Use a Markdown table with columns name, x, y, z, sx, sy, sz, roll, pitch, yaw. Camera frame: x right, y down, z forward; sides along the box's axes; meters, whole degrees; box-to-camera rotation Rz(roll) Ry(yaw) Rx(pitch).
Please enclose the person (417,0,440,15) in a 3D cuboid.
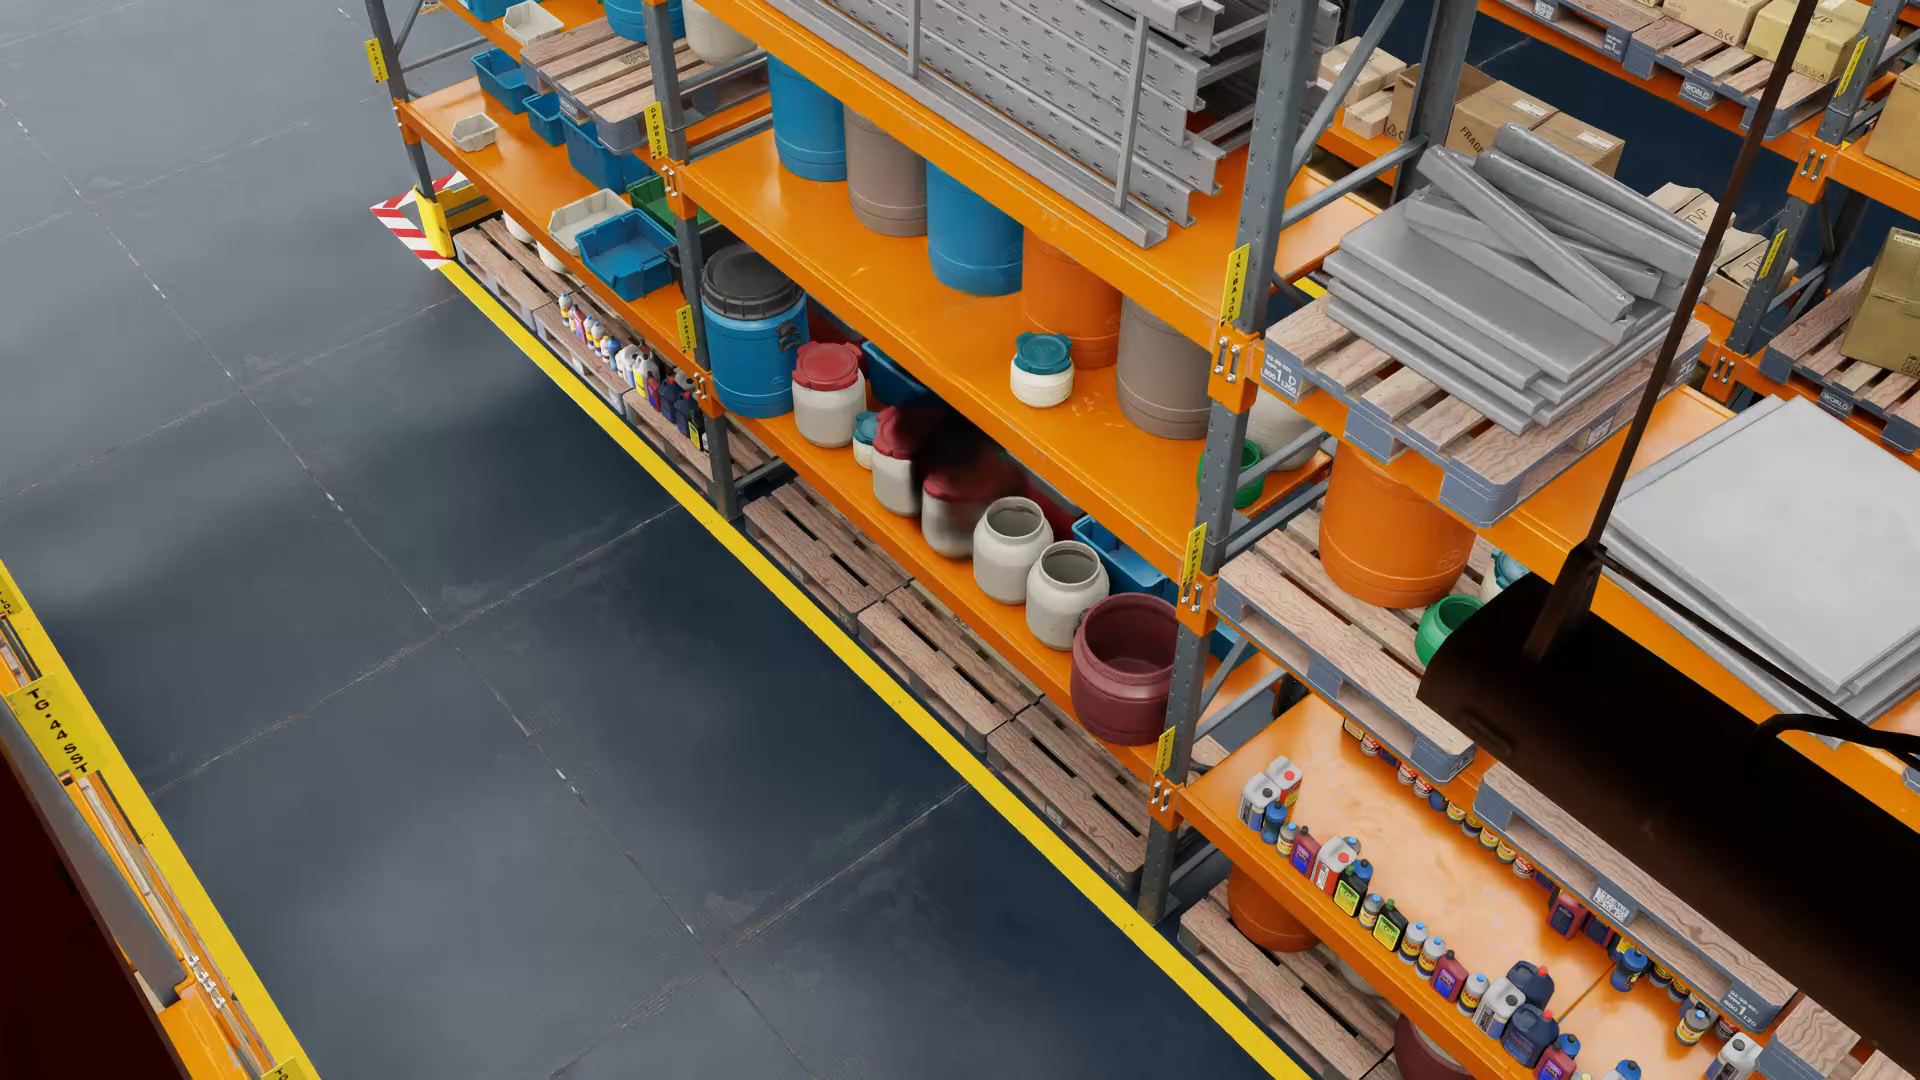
| name | x | y | z | sx | sy | sz | roll | pitch | yaw |
| --- | --- | --- | --- | --- | --- | --- | --- | --- | --- |
| person | -4.787 | -5.585 | 15.209 | 0.806 | 1.595 | 0.549 | -9 | 47 | -9 |
